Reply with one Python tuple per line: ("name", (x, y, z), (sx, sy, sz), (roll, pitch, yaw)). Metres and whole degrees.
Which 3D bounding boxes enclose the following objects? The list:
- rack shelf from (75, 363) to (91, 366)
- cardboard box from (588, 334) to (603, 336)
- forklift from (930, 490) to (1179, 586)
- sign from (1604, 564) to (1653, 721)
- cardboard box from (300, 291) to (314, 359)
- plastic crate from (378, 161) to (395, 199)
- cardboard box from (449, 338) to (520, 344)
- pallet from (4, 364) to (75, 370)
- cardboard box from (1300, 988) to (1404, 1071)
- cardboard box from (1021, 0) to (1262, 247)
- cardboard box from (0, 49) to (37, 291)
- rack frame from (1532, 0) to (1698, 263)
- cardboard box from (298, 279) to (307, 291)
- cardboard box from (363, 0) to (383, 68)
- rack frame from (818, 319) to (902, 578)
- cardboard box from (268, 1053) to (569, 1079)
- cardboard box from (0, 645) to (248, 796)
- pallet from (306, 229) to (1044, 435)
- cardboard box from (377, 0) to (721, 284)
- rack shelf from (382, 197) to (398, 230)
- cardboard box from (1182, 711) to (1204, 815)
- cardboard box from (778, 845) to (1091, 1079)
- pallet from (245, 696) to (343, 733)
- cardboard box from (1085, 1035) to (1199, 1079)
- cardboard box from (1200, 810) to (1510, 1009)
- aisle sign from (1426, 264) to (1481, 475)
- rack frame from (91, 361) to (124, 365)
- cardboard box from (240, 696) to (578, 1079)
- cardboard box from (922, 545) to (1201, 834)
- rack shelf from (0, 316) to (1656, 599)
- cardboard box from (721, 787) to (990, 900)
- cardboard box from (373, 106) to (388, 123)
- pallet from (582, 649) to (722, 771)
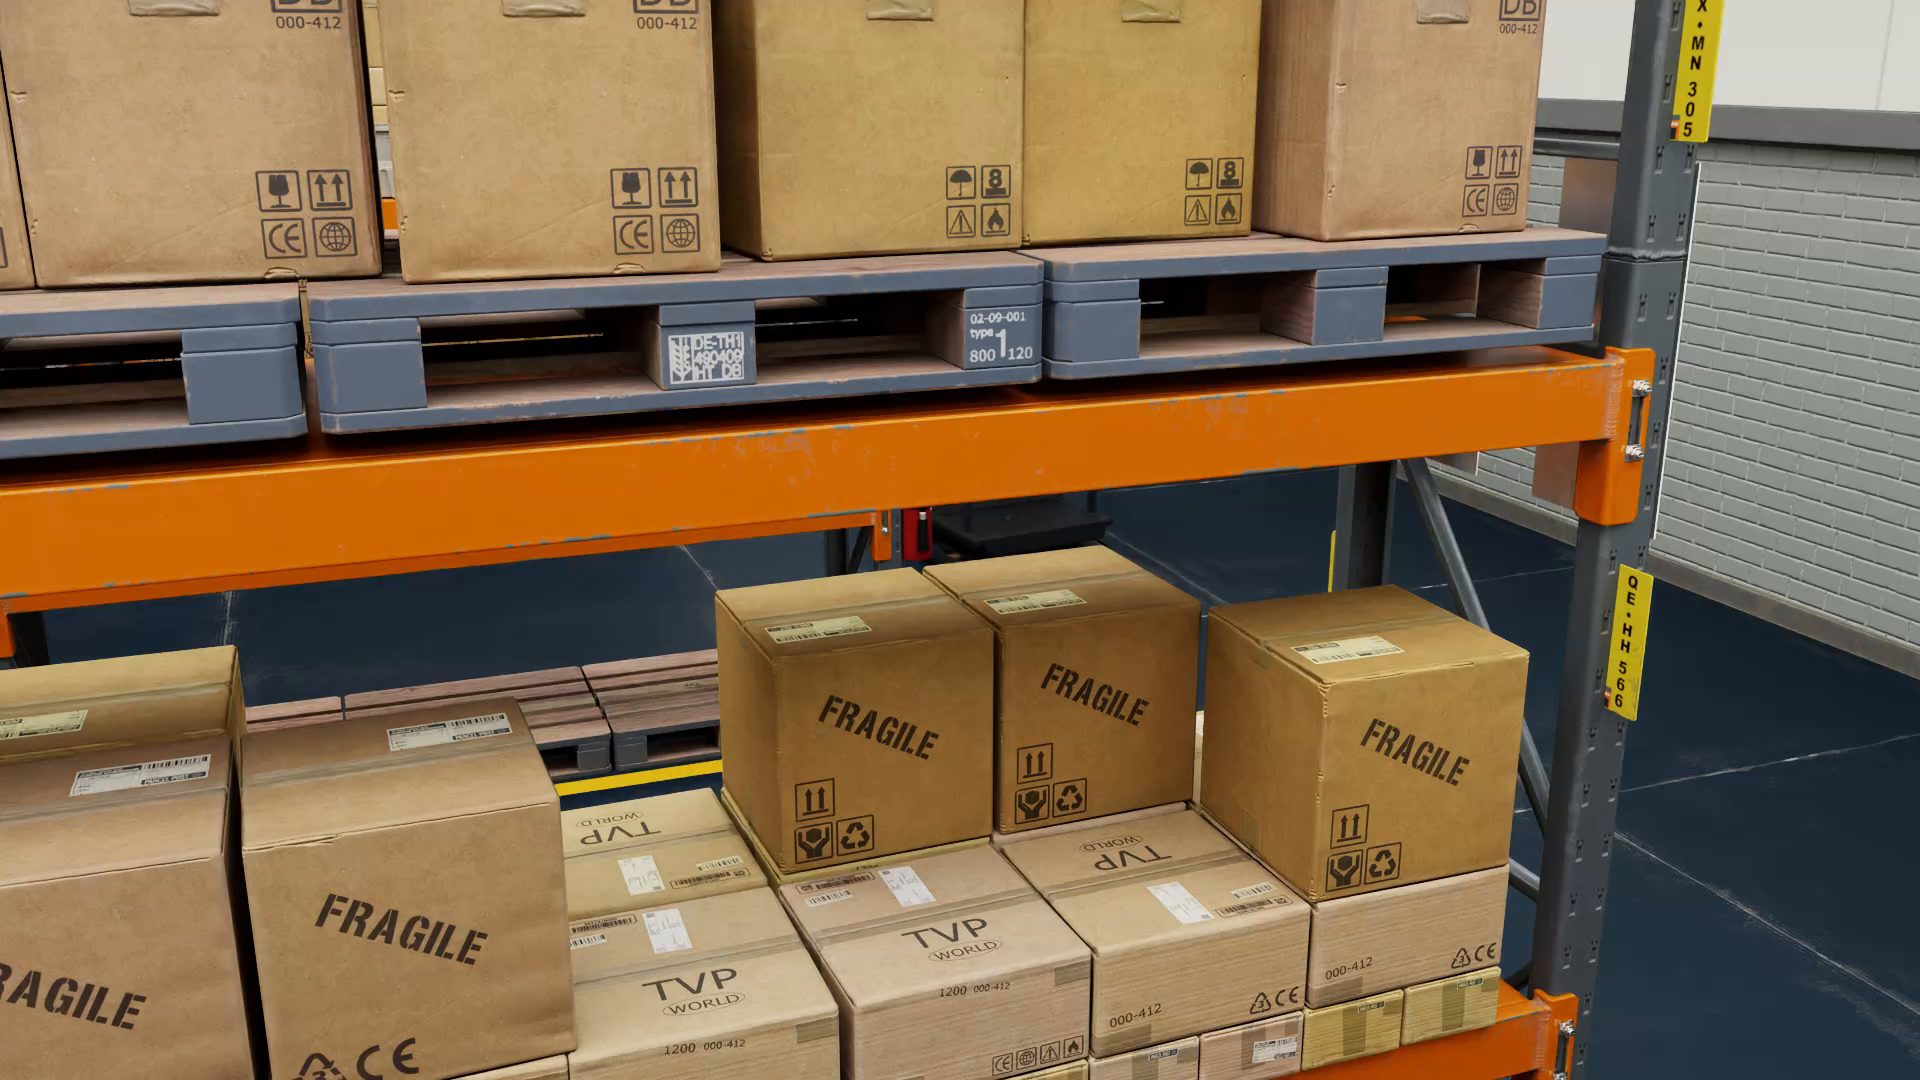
("rack shelf", (-7.901, -0.912, 11.158), (4.000, 0.370, 1.077), (-6, 17, -20))
("cardboard box", (-2.619, -1.794, 12.705), (0.500, 0.500, 0.500), (-6, 17, -18))
("forklift", (0.347, -1.249, 11.149), (1.130, 2.935, 3.031), (-9, 19, -28))
("sign", (1.425, 0.219, 3.553), (0.005, 0.325, 0.100), (-6, 17, -20))
("cardboard box", (-4.515, -1.589, 12.009), (0.500, 0.500, 0.500), (-6, 17, -20))
("plastic crate", (-2.370, -1.598, 7.360), (0.530, 0.136, 0.437), (-6, 17, -20))
("cardboard box", (-3.570, -1.692, 12.358), (0.500, 0.500, 0.500), (-6, 17, -20))
("pallet", (-6.818, -1.315, 11.594), (1.213, 0.211, 1.003), (-6, 17, -20))
("cardboard box", (0.787, 1.014, 3.767), (0.250, 0.149, 0.380), (-6, 17, -20))
("cardboard box", (0.208, -0.901, 3.418), (0.500, 0.500, 0.700), (-7, 18, -22))
("cardboard box", (-1.782, -0.684, 2.679), (0.500, 0.500, 0.700), (-7, 18, -23))
("rack frame", (1.243, -2.134, 3.395), (0.127, 3.000, 1.000), (-6, 17, -20))
("cardboard box", (-4.530, -2.064, 11.852), (0.500, 0.500, 0.500), (-7, 18, -22))
("cardboard box", (-4.198, -3.641, 11.897), (0.500, 0.500, 0.700), (-6, 17, -20))
("rack frame", (-0.529, -0.559, 8.678), (0.127, 3.000, 1.000), (-6, 17, -20))
("cardboard box", (-1.011, 0.996, 3.122), (0.500, 0.250, 0.500), (-6, 17, -19))
("cardboard box", (-1.689, 0.551, 3.306), (0.500, 0.500, 0.500), (-6, 17, -20))
("pallet", (-0.587, -0.451, 3.143), (1.213, 0.211, 1.003), (-6, 17, -20))
("cardboard box", (-0.740, -0.752, 2.912), (0.500, 0.500, 0.700), (-5, 17, -18))
("rack shelf", (-2.396, -1.451, 7.670), (4.000, 0.370, 1.077), (-6, 17, -20))
("cardboard box", (0.699, 0.651, 4.296), (0.500, 0.250, 0.500), (-7, 18, -22))
("cardboard box", (-0.063, 0.895, 3.467), (0.500, 0.250, 0.500), (-7, 18, -22))
("pallet", (-3.591, 1.098, 7.984), (1.213, 0.211, 1.003), (-6, 17, -20))
("cardboard box", (0.317, 1.064, 3.597), (0.250, 0.149, 0.380), (-6, 17, -19))
("cardboard box", (0.886, 0.792, 3.815), (0.500, 0.250, 0.500), (-6, 18, -21))
("aisle sign", (1.203, -0.589, 4.167), (0.004, 0.787, 0.394), (-6, 17, -20))
("rack frame", (-6.033, -1.459, 11.744), (0.127, 3.000, 1.000), (-6, 17, -20))
("cardboard box", (-1.006, 0.635, 3.021), (0.500, 0.500, 0.500), (-7, 18, -22))
("cardboard box", (0.232, 0.341, 4.019), (0.500, 0.500, 0.500), (-7, 18, -21))
("rack shelf", (-0.624, -0.148, 3.232), (4.000, 0.370, 1.077), (-6, 17, -20))
("cardboard box", (-0.255, 0.755, 3.943), (0.500, 0.250, 0.500), (-7, 18, -22))
("cardboard box", (-4.089, -2.961, 11.800), (0.500, 0.250, 0.500), (-6, 17, -20))
("pallet", (-1.313, 0.852, 8.822), (1.213, 0.211, 1.003), (-6, 17, -20))
